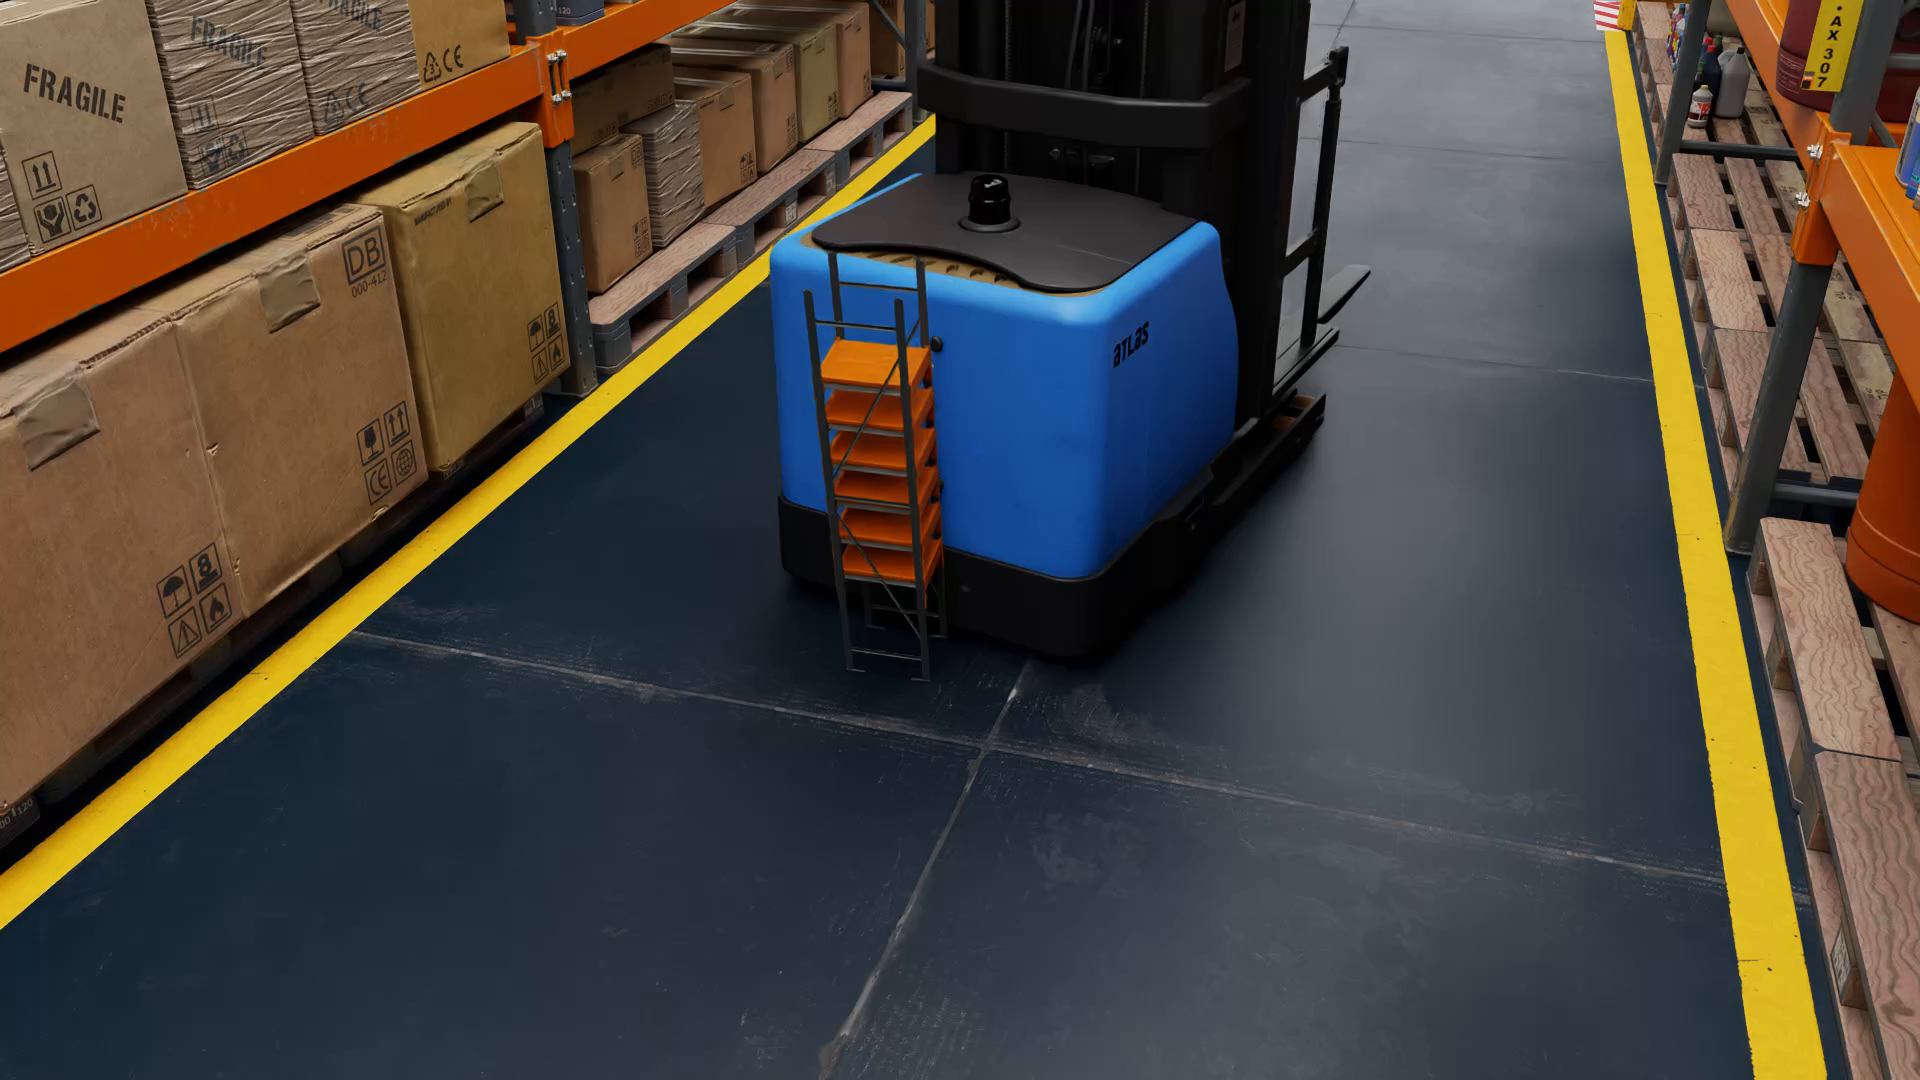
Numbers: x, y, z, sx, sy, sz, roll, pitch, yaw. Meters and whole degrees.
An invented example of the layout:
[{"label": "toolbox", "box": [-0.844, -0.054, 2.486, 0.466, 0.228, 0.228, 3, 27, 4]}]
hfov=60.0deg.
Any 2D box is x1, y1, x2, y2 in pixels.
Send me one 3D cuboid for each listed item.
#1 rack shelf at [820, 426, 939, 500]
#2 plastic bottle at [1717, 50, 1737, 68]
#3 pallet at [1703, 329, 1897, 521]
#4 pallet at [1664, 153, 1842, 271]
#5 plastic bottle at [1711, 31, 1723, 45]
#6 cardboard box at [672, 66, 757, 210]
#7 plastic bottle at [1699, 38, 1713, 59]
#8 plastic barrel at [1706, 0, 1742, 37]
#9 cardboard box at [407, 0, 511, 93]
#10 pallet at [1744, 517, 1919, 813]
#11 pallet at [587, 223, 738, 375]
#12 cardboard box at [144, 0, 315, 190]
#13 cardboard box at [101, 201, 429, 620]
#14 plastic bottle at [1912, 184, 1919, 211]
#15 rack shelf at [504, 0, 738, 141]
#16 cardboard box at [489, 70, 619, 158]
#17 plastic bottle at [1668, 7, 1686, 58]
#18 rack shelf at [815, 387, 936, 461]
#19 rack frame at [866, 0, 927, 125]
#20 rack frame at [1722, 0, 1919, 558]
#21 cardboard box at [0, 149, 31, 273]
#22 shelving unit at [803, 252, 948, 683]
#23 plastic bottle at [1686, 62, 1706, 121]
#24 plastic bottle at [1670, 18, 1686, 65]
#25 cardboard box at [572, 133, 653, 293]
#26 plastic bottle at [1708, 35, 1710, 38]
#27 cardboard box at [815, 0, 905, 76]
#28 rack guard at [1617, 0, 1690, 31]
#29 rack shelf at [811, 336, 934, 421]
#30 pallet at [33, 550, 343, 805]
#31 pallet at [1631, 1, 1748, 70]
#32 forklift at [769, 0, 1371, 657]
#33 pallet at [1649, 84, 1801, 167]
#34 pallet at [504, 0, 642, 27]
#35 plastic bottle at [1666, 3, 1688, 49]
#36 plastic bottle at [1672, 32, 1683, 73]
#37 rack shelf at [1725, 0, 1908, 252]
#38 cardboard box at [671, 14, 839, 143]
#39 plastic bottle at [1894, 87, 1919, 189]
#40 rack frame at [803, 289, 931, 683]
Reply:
[{"label": "rack shelf", "box": [-0.202, -0.210, 4.223, 0.258, 0.103, 0.180, 7, 39, 13]}, {"label": "plastic bottle", "box": [4.167, -2.503, 9.013, 0.152, 0.276, 0.135, 8, 30, 15]}, {"label": "pallet", "box": [3.139, -0.358, 5.676, 1.003, 0.211, 1.213, 8, 30, 15]}, {"label": "pallet", "box": [3.855, -1.492, 7.715, 1.003, 0.211, 1.213, 8, 30, 15]}, {"label": "plastic bottle", "box": [4.267, -2.726, 9.406, 0.061, 0.283, 0.133, 8, 30, 15]}, {"label": "cardboard box", "box": [-1.373, -1.867, 7.639, 0.700, 0.500, 0.500, 11, 31, 19]}, {"label": "plastic bottle", "box": [4.018, -2.545, 9.012, 0.144, 0.351, 0.185, 7, 30, 12]}, {"label": "plastic barrel", "box": [4.955, -3.487, 10.559, 0.421, 0.512, 0.421, 0, 29, 0]}, {"label": "cardboard box", "box": [-1.768, -1.708, 5.132, 0.500, 0.500, 0.500, 9, 30, 16]}, {"label": "pallet", "box": [2.683, 0.369, 4.370, 1.003, 0.211, 1.213, 8, 30, 15]}, {"label": "pallet", "box": [-1.630, -1.073, 6.962, 1.003, 0.211, 1.213, 8, 30, 15]}, {"label": "cardboard box", "box": [-2.070, -1.235, 4.282, 0.500, 0.500, 0.500, 8, 30, 13]}, {"label": "cardboard box", "box": [-2.352, -0.453, 4.732, 1.225, 0.875, 0.875, 9, 30, 15]}, {"label": "plastic bottle", "box": [2.350, -0.885, 3.960, 0.097, 0.201, 0.097, 0, 29, 0]}, {"label": "rack shelf", "box": [-1.273, -2.544, 7.477, 1.077, 0.370, 4.000, 8, 30, 15]}, {"label": "cardboard box", "box": [-1.692, -1.672, 6.518, 0.500, 0.250, 0.500, 10, 31, 17]}, {"label": "plastic bottle", "box": [4.309, -3.044, 9.979, 0.061, 0.283, 0.133, 9, 30, 16]}, {"label": "rack shelf", "box": [-0.207, -0.304, 4.149, 0.258, 0.103, 0.180, 7, 39, 13]}, {"label": "rack frame", "box": [-0.686, -3.788, 8.973, 1.000, 3.000, 0.127, 8, 30, 15]}, {"label": "rack frame", "box": [2.874, -1.222, 4.361, 1.000, 3.000, 0.127, 8, 30, 15]}, {"label": "cardboard box", "box": [-2.367, -0.758, 3.424, 0.500, 0.500, 0.500, 8, 30, 14]}, {"label": "shelving unit", "box": [-0.199, -0.151, 4.270, 0.258, 1.200, 0.189, 7, 39, 13]}, {"label": "plastic bottle", "box": [3.874, -2.357, 8.743, 0.061, 0.283, 0.133, 10, 31, 17]}, {"label": "plastic bottle", "box": [4.262, -2.936, 9.796, 0.097, 0.271, 0.097, 0, 29, 0]}, {"label": "cardboard box", "box": [-1.683, -1.343, 6.697, 0.700, 0.500, 0.500, 7, 30, 12]}, {"label": "plastic bottle", "box": [4.165, -2.738, 9.435, 0.152, 0.276, 0.135, 9, 30, 16]}, {"label": "cardboard box", "box": [-0.531, -3.059, 9.803, 0.500, 0.500, 0.500, 8, 30, 13]}, {"label": "rack guard", "box": [5.245, -3.805, 11.577, 1.175, 0.500, 0.348, 8, 30, 15]}, {"label": "rack shelf", "box": [-0.212, -0.398, 4.075, 0.258, 0.103, 0.180, 7, 39, 13]}, {"label": "pallet", "box": [-2.524, 0.210, 4.654, 1.003, 0.211, 1.213, 8, 30, 15]}, {"label": "pallet", "box": [5.002, -3.302, 10.969, 1.003, 0.211, 1.213, 8, 30, 15]}, {"label": "forklift", "box": [0.634, -1.646, 5.193, 1.130, 2.935, 3.031, 16, 33, 26]}, {"label": "pallet", "box": [4.285, -2.169, 8.931, 1.003, 0.211, 1.213, 8, 30, 15]}, {"label": "pallet", "box": [-1.753, -2.191, 6.301, 1.213, 0.211, 1.003, 8, 30, 15]}, {"label": "plastic bottle", "box": [4.392, -3.142, 10.166, 0.097, 0.271, 0.097, 0, 29, 0]}, {"label": "plastic bottle", "box": [4.203, -2.842, 9.627, 0.097, 0.271, 0.097, 0, 29, 0]}, {"label": "rack shelf", "box": [3.461, -1.837, 6.207, 1.077, 0.370, 4.000, 8, 30, 15]}, {"label": "cardboard box", "box": [-1.045, -2.386, 8.573, 0.700, 0.500, 0.500, 8, 30, 15]}, {"label": "plastic bottle", "box": [2.438, -1.013, 4.113, 0.152, 0.276, 0.135, 8, 30, 15]}, {"label": "rack frame", "box": [-0.222, -0.095, 4.201, 0.240, 1.200, 0.006, 7, 39, 13]}]
